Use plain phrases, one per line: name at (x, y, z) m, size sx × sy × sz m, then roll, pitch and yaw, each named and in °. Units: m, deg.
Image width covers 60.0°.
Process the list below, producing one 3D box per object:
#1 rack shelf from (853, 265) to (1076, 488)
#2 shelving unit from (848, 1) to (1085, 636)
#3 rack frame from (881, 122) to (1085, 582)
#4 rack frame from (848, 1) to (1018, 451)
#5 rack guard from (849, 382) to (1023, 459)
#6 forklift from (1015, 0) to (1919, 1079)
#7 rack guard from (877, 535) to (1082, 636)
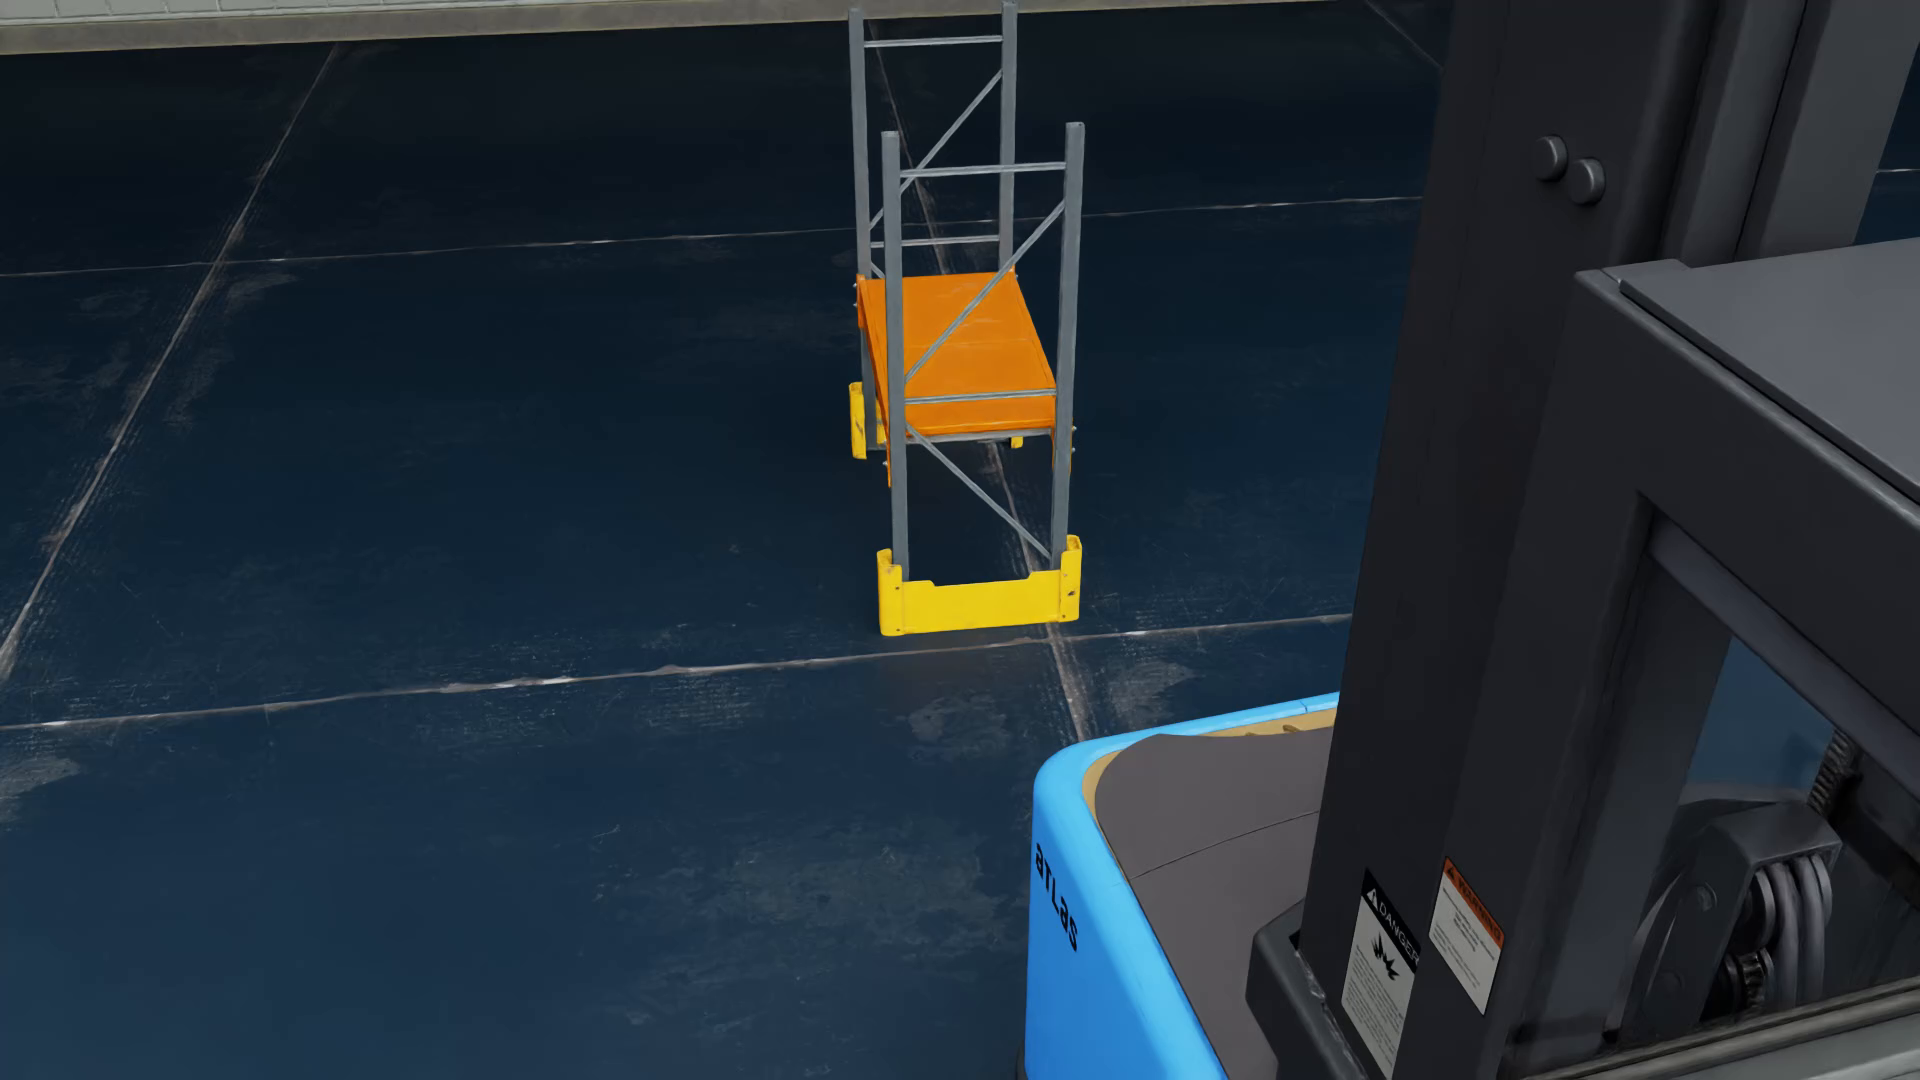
rack shelf at (-0.011, -0.519, 4.999) m, size 0.538 × 0.185 × 1.000 m, roll -4°, pitch 35°, yaw -6°
shelving unit at (-0.010, -0.662, 4.890) m, size 0.587 × 1.500 × 1.083 m, roll -4°, pitch 35°, yaw -6°
rack frame at (0.057, -0.384, 4.481) m, size 0.500 × 1.500 × 0.032 m, roll -4°, pitch 35°, yaw -6°
rack frame at (-0.080, -0.951, 5.314) m, size 0.500 × 1.500 × 0.032 m, roll -4°, pitch 35°, yaw -6°
rack guard at (-0.077, -0.424, 5.650) m, size 0.587 × 0.250 × 0.087 m, roll -4°, pitch 35°, yaw -6°
forklift at (1.007, 0.753, 1.542) m, size 1.130 × 2.935 × 3.031 m, roll -9°, pitch 35°, yaw -13°
rack guard at (0.057, 0.132, 4.834) m, size 0.587 × 0.250 × 0.087 m, roll -4°, pitch 35°, yaw -6°
